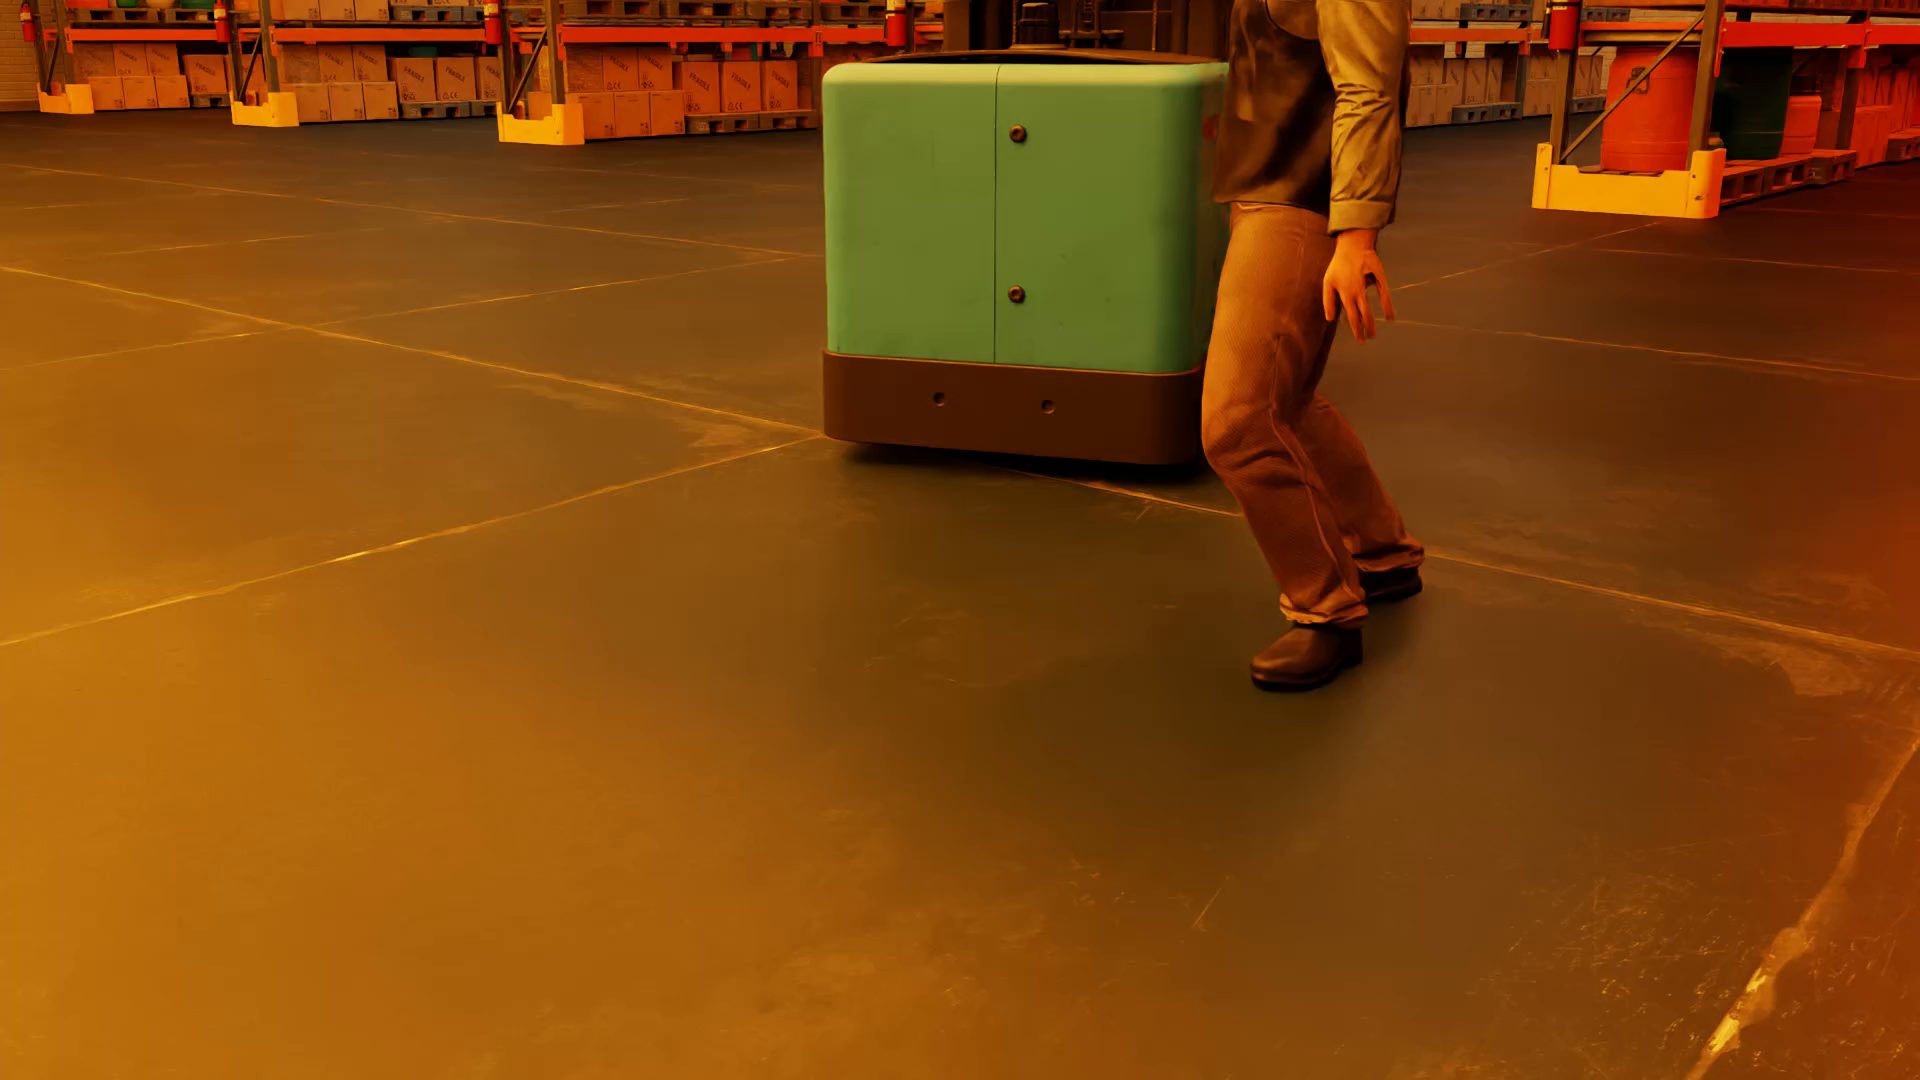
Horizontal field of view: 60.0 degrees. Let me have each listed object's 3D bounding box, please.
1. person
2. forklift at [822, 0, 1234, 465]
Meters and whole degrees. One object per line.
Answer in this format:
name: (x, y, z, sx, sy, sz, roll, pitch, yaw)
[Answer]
person: (0.720, -0.611, 3.191, 0.471, 1.695, 0.874, 3, 17, 10)
forklift: (0.564, -1.985, 5.435, 1.130, 2.935, 3.031, 5, 18, 17)
